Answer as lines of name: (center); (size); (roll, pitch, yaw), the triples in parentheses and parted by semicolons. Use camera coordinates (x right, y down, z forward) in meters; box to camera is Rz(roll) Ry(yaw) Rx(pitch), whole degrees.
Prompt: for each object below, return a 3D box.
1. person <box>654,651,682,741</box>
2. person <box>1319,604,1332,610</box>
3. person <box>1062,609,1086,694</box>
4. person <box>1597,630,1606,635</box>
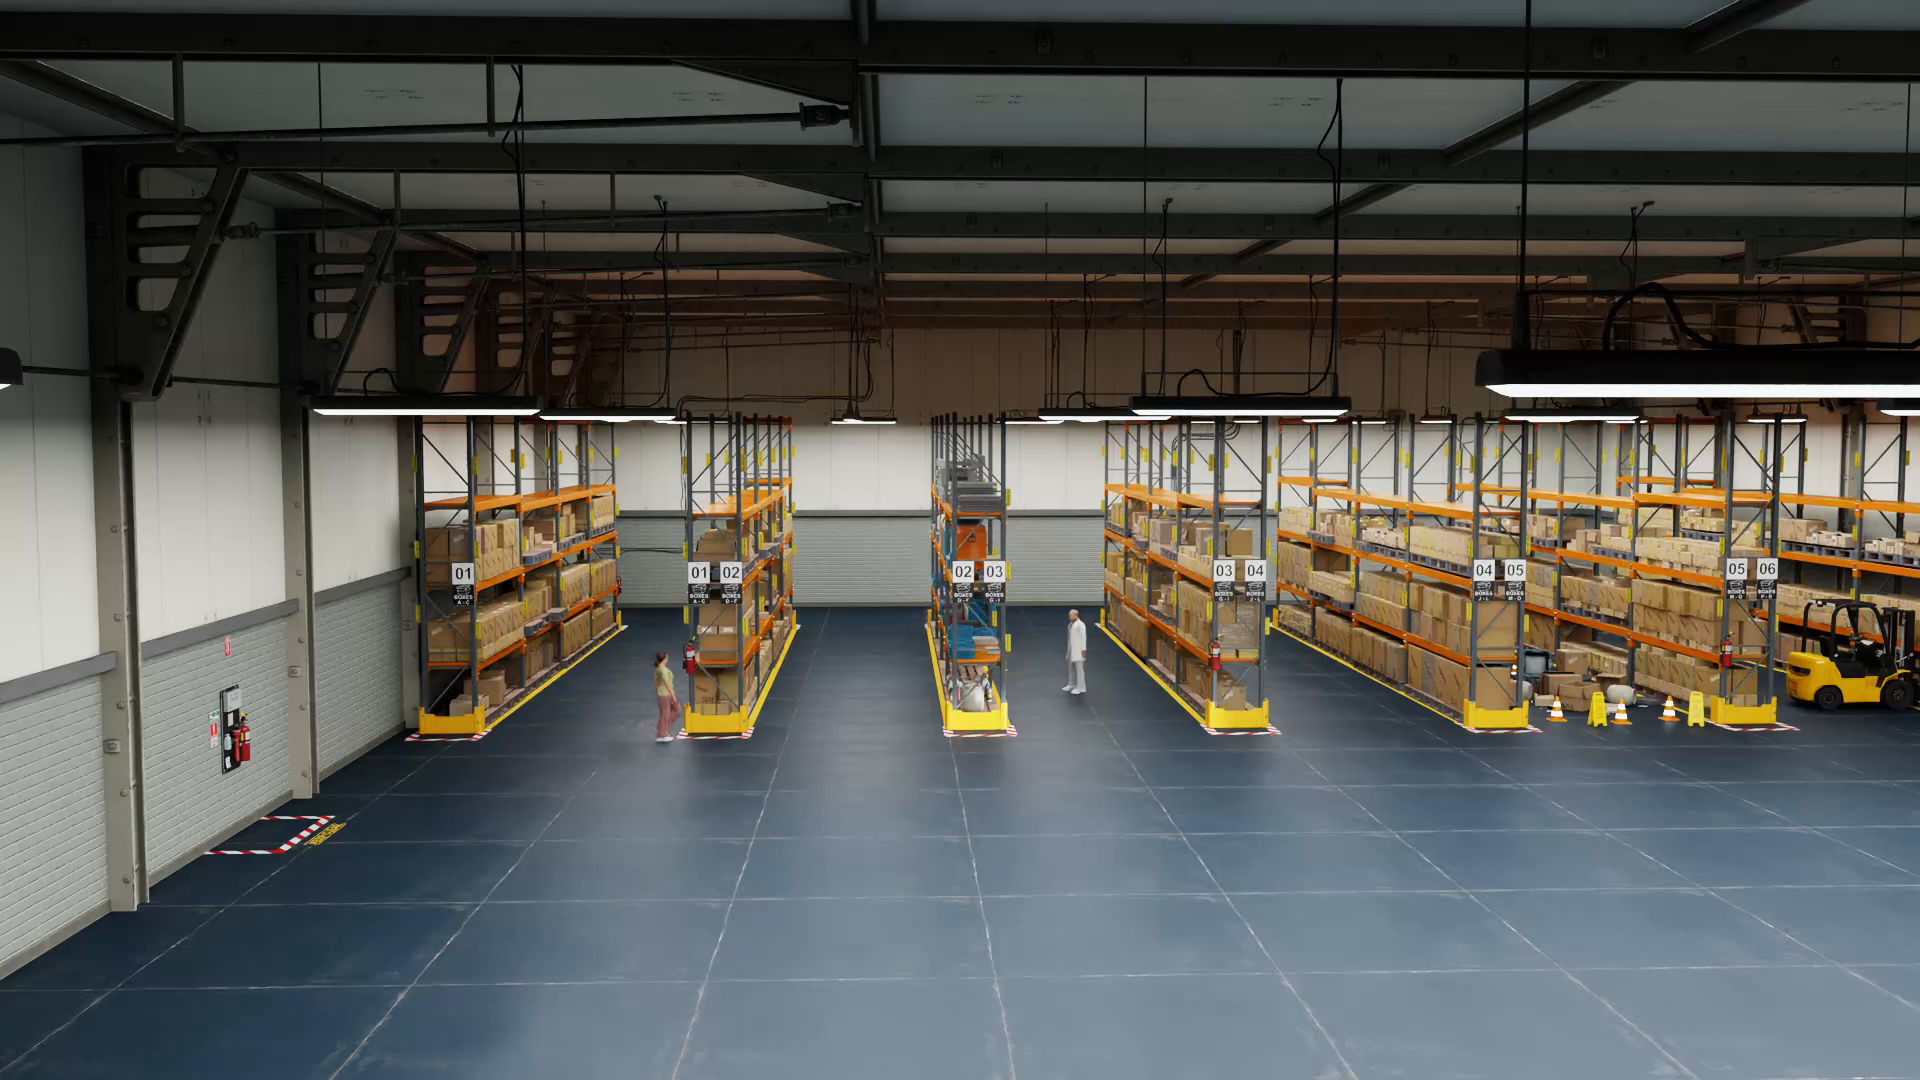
person: (-5.324, 2.822, 30.113); (0.484, 1.653, 0.477); (0, 4, 6)
person: (10.883, 1.530, 48.868); (0.901, 1.736, 0.620); (0, 4, -3)
person: (2.450, 2.449, 35.885); (0.422, 1.654, 0.636); (-2, 4, -22)
person: (17.461, 1.784, 45.558); (0.560, 1.721, 0.644); (-2, 4, -28)
